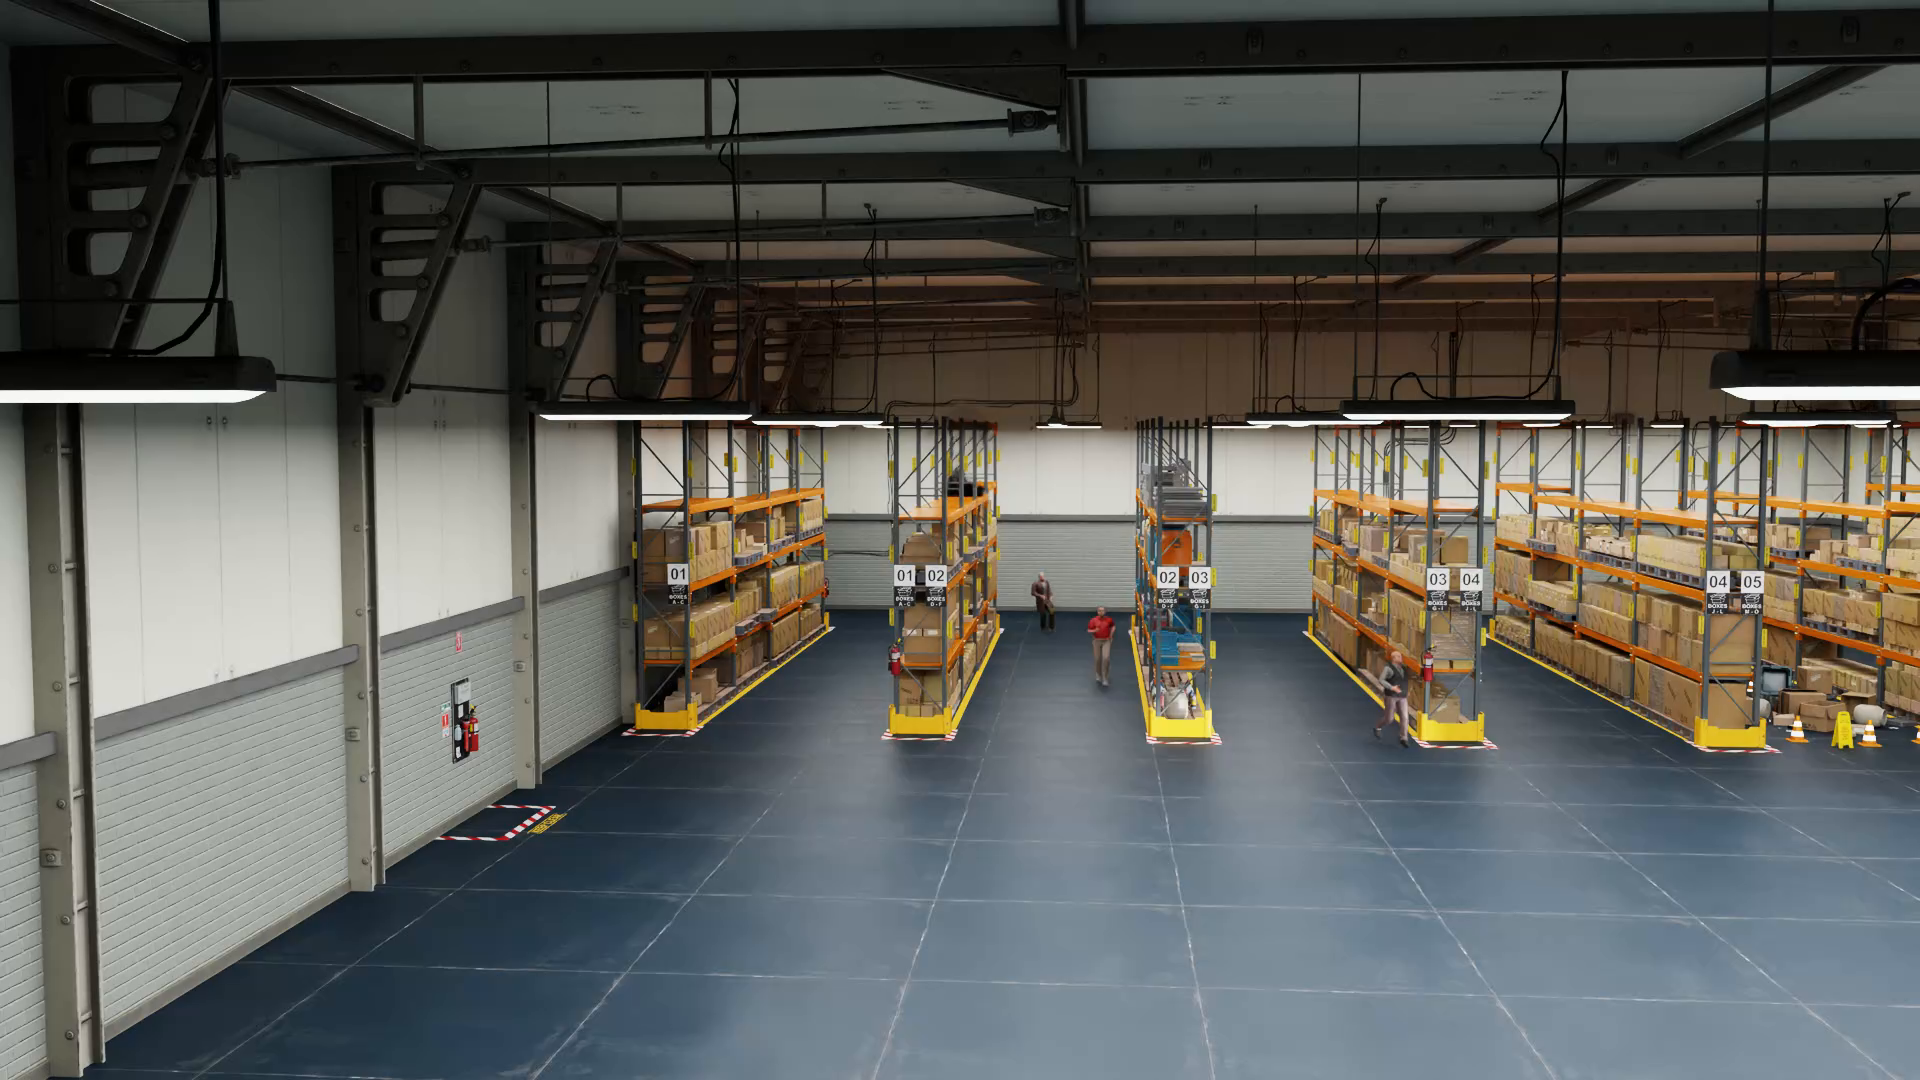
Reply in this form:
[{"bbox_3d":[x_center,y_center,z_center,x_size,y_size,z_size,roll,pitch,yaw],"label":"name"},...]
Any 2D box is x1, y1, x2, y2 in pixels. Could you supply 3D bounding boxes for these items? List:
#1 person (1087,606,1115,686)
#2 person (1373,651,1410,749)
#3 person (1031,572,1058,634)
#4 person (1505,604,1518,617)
[{"bbox_3d":[3.211,2.395,37.764,0.642,1.787,0.762,0,4,4],"label":"person"},{"bbox_3d":[7.943,2.883,30.309,0.693,1.719,0.975,-2,4,-23],"label":"person"},{"bbox_3d":[2.312,1.795,47.255,0.773,1.785,0.755,-1,4,-21],"label":"person"},{"bbox_3d":[15.766,1.804,47.329,0.831,1.727,0.621,-1,4,-9],"label":"person"}]
